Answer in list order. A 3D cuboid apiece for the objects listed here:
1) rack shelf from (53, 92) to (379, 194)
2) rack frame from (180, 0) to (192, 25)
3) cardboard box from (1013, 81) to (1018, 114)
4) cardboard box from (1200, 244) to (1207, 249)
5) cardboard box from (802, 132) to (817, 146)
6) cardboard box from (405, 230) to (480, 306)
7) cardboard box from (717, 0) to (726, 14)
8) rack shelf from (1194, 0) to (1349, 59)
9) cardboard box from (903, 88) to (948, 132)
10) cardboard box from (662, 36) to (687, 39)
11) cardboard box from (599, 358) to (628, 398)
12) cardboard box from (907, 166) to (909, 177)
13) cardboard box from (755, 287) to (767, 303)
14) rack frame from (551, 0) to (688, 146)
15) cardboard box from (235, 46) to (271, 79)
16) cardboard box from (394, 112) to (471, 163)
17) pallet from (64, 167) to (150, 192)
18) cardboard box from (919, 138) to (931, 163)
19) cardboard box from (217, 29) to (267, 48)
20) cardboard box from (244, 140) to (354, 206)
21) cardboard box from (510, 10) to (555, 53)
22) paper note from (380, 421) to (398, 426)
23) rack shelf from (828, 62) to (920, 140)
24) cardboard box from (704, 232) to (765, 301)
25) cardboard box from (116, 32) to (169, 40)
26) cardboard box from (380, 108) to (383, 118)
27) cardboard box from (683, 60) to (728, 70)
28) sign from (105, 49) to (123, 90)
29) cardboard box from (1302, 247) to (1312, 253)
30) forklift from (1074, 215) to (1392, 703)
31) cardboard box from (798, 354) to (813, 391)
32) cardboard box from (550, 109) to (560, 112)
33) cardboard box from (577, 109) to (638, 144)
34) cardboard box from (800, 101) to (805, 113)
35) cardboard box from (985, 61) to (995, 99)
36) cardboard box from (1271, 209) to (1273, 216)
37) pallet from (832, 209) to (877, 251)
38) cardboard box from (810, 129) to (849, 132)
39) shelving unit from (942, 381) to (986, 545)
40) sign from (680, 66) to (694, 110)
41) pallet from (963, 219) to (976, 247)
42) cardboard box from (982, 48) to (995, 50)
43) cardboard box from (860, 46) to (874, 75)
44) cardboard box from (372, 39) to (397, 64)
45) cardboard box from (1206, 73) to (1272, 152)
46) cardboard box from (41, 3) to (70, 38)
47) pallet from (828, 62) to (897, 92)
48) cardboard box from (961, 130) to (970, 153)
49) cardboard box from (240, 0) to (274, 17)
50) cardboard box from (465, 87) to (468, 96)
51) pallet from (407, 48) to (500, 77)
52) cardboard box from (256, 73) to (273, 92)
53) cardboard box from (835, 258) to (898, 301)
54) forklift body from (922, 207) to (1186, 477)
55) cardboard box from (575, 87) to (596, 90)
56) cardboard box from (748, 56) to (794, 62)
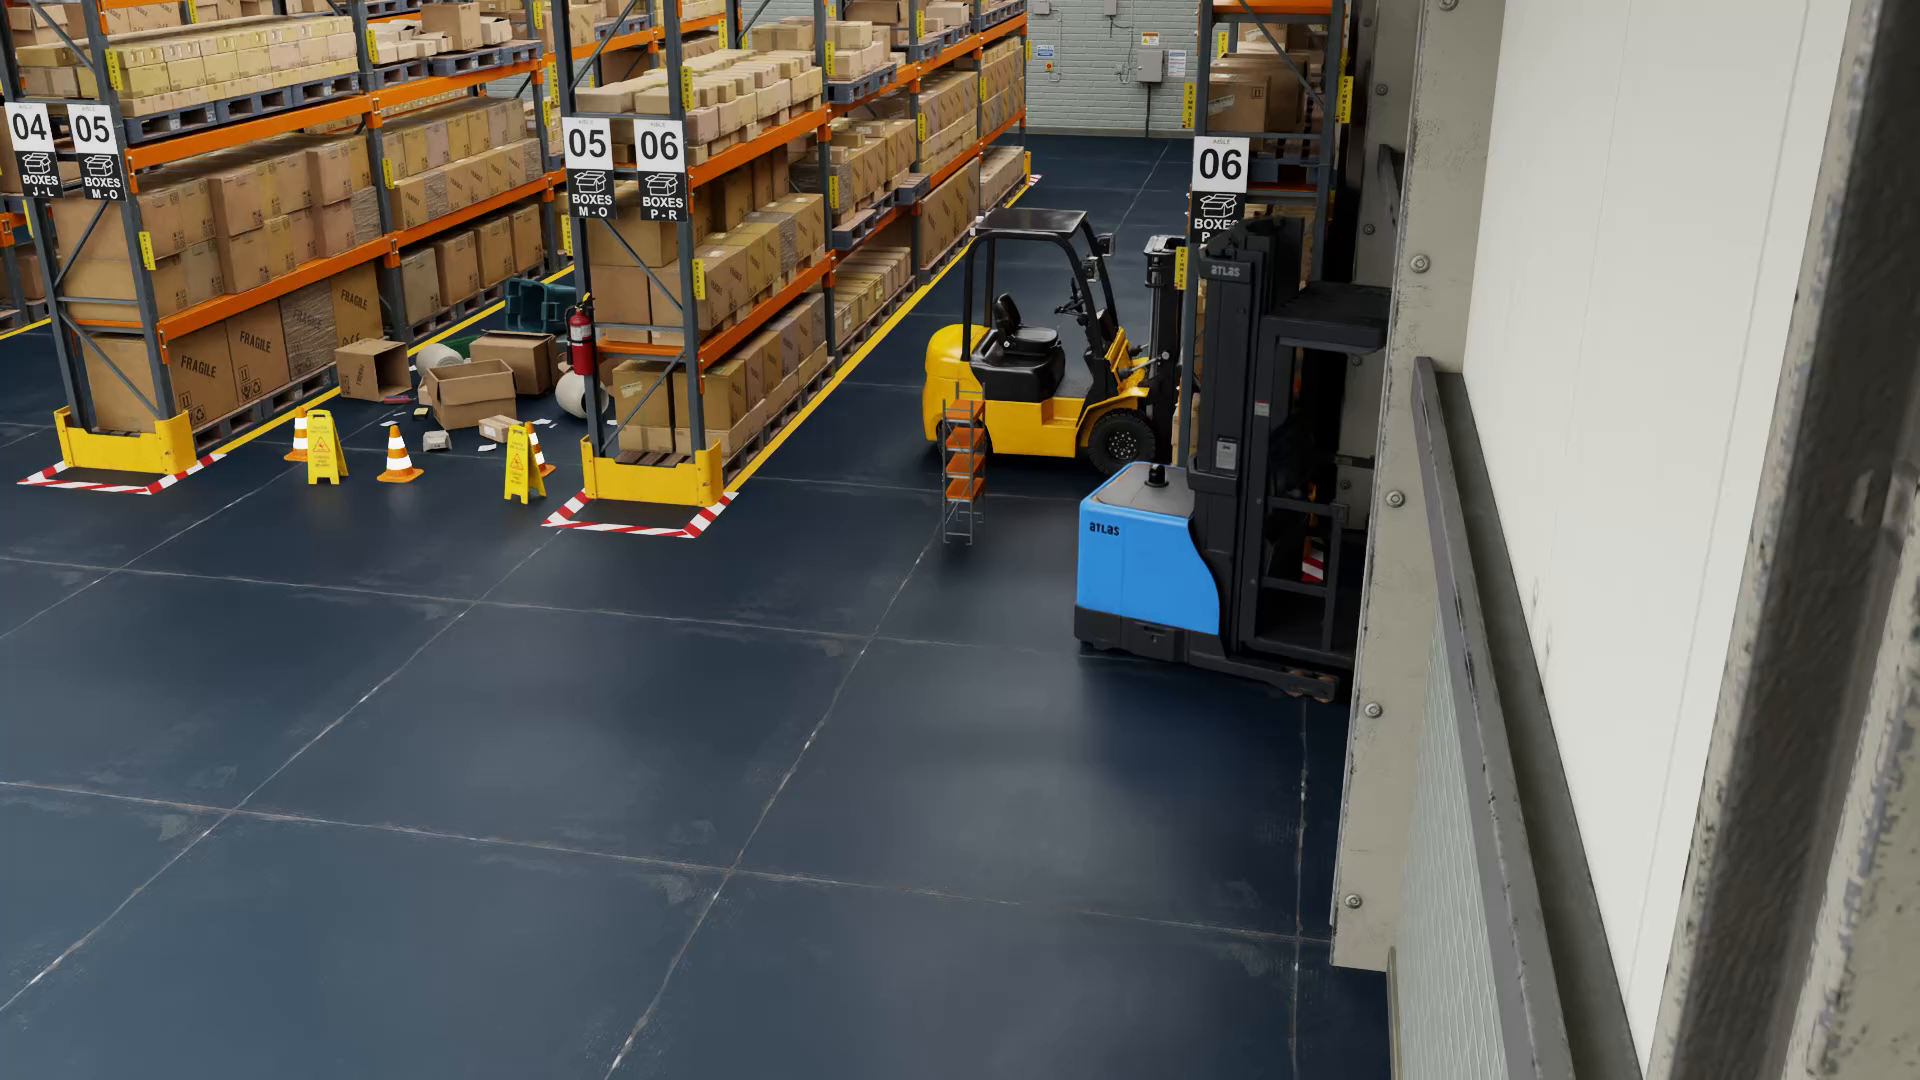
[{"bbox_3d":[-7.106,-3.875,15.938,1.077,0.370,4.000,4,22,11],"label":"rack shelf"},{"bbox_3d":[-10.716,-8.210,21.723,1.000,3.000,0.127,4,22,11],"label":"rack frame"},{"bbox_3d":[0.661,-7.265,27.273,0.500,0.500,0.500,4,22,10],"label":"cardboard box"},{"bbox_3d":[2.194,-2.380,13.879,0.380,0.149,0.250,5,22,12],"label":"cardboard box"},{"bbox_3d":[-1.797,-4.430,18.405,0.380,0.149,0.250,4,22,9],"label":"cardboard box"},{"bbox_3d":[-6.458,-3.287,19.978,1.050,0.750,0.750,4,22,11],"label":"cardboard box"},{"bbox_3d":[-4.180,-8.886,27.617,0.500,0.250,0.500,4,22,11],"label":"cardboard box"},{"bbox_3d":[2.621,-4.364,13.671,1.077,0.370,4.000,4,22,11],"label":"rack shelf"},{"bbox_3d":[-0.462,-5.713,22.083,0.500,0.500,0.500,5,22,12],"label":"cardboard box"},{"bbox_3d":[-4.825,-8.068,27.531,0.500,0.500,0.500,4,22,10],"label":"cardboard box"},{"bbox_3d":[-3.382,-1.762,17.086,0.500,0.500,0.500,-16,27,-35],"label":"cardboard box"},{"bbox_3d":[-0.835,-4.508,20.337,0.380,0.149,0.250,5,22,12],"label":"cardboard box"},{"bbox_3d":[-2.010,-2.304,15.425,0.380,0.149,0.250,4,22,9],"label":"cardboard box"},{"bbox_3d":[-2.647,-4.528,12.582,1.000,3.000,0.127,4,22,11],"label":"rack frame"},{"bbox_3d":[-6.856,-4.498,15.628,0.500,0.250,0.500,4,22,11],"label":"cardboard box"},{"bbox_3d":[-6.291,-4.799,19.812,0.700,0.500,0.500,4,22,10],"label":"cardboard box"},{"bbox_3d":[-11.080,-4.611,21.074,1.003,0.211,1.213,4,22,11],"label":"pallet"},{"bbox_3d":[-0.670,-5.000,21.316,0.500,0.250,0.500,4,22,11],"label":"cardboard box"},{"bbox_3d":[-6.770,-4.721,15.649,0.380,0.149,0.250,5,22,12],"label":"cardboard box"},{"bbox_3d":[-6.805,-3.777,17.101,0.875,0.550,0.550,4,22,11],"label":"cardboard box"},{"bbox_3d":[-5.504,-6.638,21.702,0.500,0.500,0.500,4,22,11],"label":"cardboard box"},{"bbox_3d":[-5.540,-1.137,16.168,0.144,0.017,0.142,13,25,29],"label":"paper note"},{"bbox_3d":[-1.423,-4.998,18.726,1.077,0.370,4.000,4,22,11],"label":"rack shelf"},{"bbox_3d":[-2.074,-2.458,14.940,0.500,0.500,0.500,4,22,10],"label":"cardboard box"},{"bbox_3d":[-7.517,-4.586,15.313,0.380,0.149,0.250,4,22,10],"label":"cardboard box"},{"bbox_3d":[-9.514,-6.856,26.728,0.380,0.149,0.250,5,22,11],"label":"cardboard box"},{"bbox_3d":[-2.383,-4.381,15.501,0.380,0.149,0.250,4,22,9],"label":"cardboard box"},{"bbox_3d":[-6.972,-3.875,13.699,0.100,0.325,0.005,4,22,11],"label":"sign"},{"bbox_3d":[2.711,-2.339,13.776,0.380,0.149,0.250,5,23,13],"label":"cardboard box"},{"bbox_3d":[2.341,-0.534,10.786,3.031,2.935,1.130,11,24,25],"label":"forklift"},{"bbox_3d":[-1.787,-1.696,16.697,0.500,0.250,0.500,4,22,9],"label":"cardboard box"},{"bbox_3d":[-5.436,-5.805,22.760,0.380,0.149,0.250,4,22,9],"label":"cardboard box"},{"bbox_3d":[-2.807,-3.413,13.631,0.500,0.250,0.500,4,22,10],"label":"cardboard box"},{"bbox_3d":[-1.735,-4.259,16.265,0.380,0.149,0.250,5,22,12],"label":"cardboard box"},{"bbox_3d":[0.245,-6.984,25.239,0.500,0.500,0.500,4,22,10],"label":"cardboard box"},{"bbox_3d":[3.383,-3.160,16.746,0.500,0.250,0.500,4,22,10],"label":"cardboard box"},{"bbox_3d":[-1.533,-3.388,18.038,1.003,0.211,1.213,4,22,11],"label":"pallet"},{"bbox_3d":[-1.535,-4.518,19.492,0.500,0.500,0.500,5,22,12],"label":"cardboard box"},{"bbox_3d":[0.034,-0.617,13.310,0.258,1.200,0.503,4,22,11],"label":"shelving unit"},{"bbox_3d":[-2.116,-3.501,12.877,0.100,0.325,0.005,4,22,11],"label":"sign"},{"bbox_3d":[-0.282,-4.553,24.406,1.003,0.211,1.213,4,22,11],"label":"pallet"},{"bbox_3d":[0.331,-7.512,25.680,0.380,0.149,0.250,4,22,11],"label":"cardboard box"},{"bbox_3d":[-1.217,-5.094,17.640,0.500,0.250,0.500,4,22,10],"label":"cardboard box"},{"bbox_3d":[-6.330,-5.321,18.049,0.258,0.266,0.396,4,22,10],"label":"cardboard box"},{"bbox_3d":[2.064,-3.228,12.539,0.500,0.500,0.500,5,23,13],"label":"cardboard box"},{"bbox_3d":[-11.267,-6.575,20.875,0.500,0.500,0.500,4,22,9],"label":"cardboard box"},{"bbox_3d":[-1.392,-5.110,18.293,1.213,0.211,1.003,4,22,11],"label":"pallet"},{"bbox_3d":[-0.149,-5.695,23.711,0.500,0.250,0.500,4,22,10],"label":"cardboard box"},{"bbox_3d":[-10.320,-7.810,24.044,0.797,0.503,0.637,4,22,10],"label":"cardboard box"},{"bbox_3d":[-8.886,-7.986,29.533,0.380,0.149,0.250,5,22,11],"label":"cardboard box"},{"bbox_3d":[-6.186,-5.667,19.677,1.003,0.211,1.213,6,23,13],"label":"pallet"},{"bbox_3d":[-6.769,-4.349,15.793,0.380,0.149,0.250,4,22,11],"label":"cardboard box"},{"bbox_3d":[-1.283,-3.171,20.197,0.950,0.372,0.625,4,22,10],"label":"cardboard box"},{"bbox_3d":[0.814,-1.807,14.993,2.313,2.155,1.214,4,22,11],"label":"forklift body"},{"bbox_3d":[-5.596,-6.720,25.032,0.380,0.149,0.250,6,23,14],"label":"cardboard box"},{"bbox_3d":[-1.801,-4.531,15.874,0.380,0.149,0.250,5,22,12],"label":"cardboard box"}]
